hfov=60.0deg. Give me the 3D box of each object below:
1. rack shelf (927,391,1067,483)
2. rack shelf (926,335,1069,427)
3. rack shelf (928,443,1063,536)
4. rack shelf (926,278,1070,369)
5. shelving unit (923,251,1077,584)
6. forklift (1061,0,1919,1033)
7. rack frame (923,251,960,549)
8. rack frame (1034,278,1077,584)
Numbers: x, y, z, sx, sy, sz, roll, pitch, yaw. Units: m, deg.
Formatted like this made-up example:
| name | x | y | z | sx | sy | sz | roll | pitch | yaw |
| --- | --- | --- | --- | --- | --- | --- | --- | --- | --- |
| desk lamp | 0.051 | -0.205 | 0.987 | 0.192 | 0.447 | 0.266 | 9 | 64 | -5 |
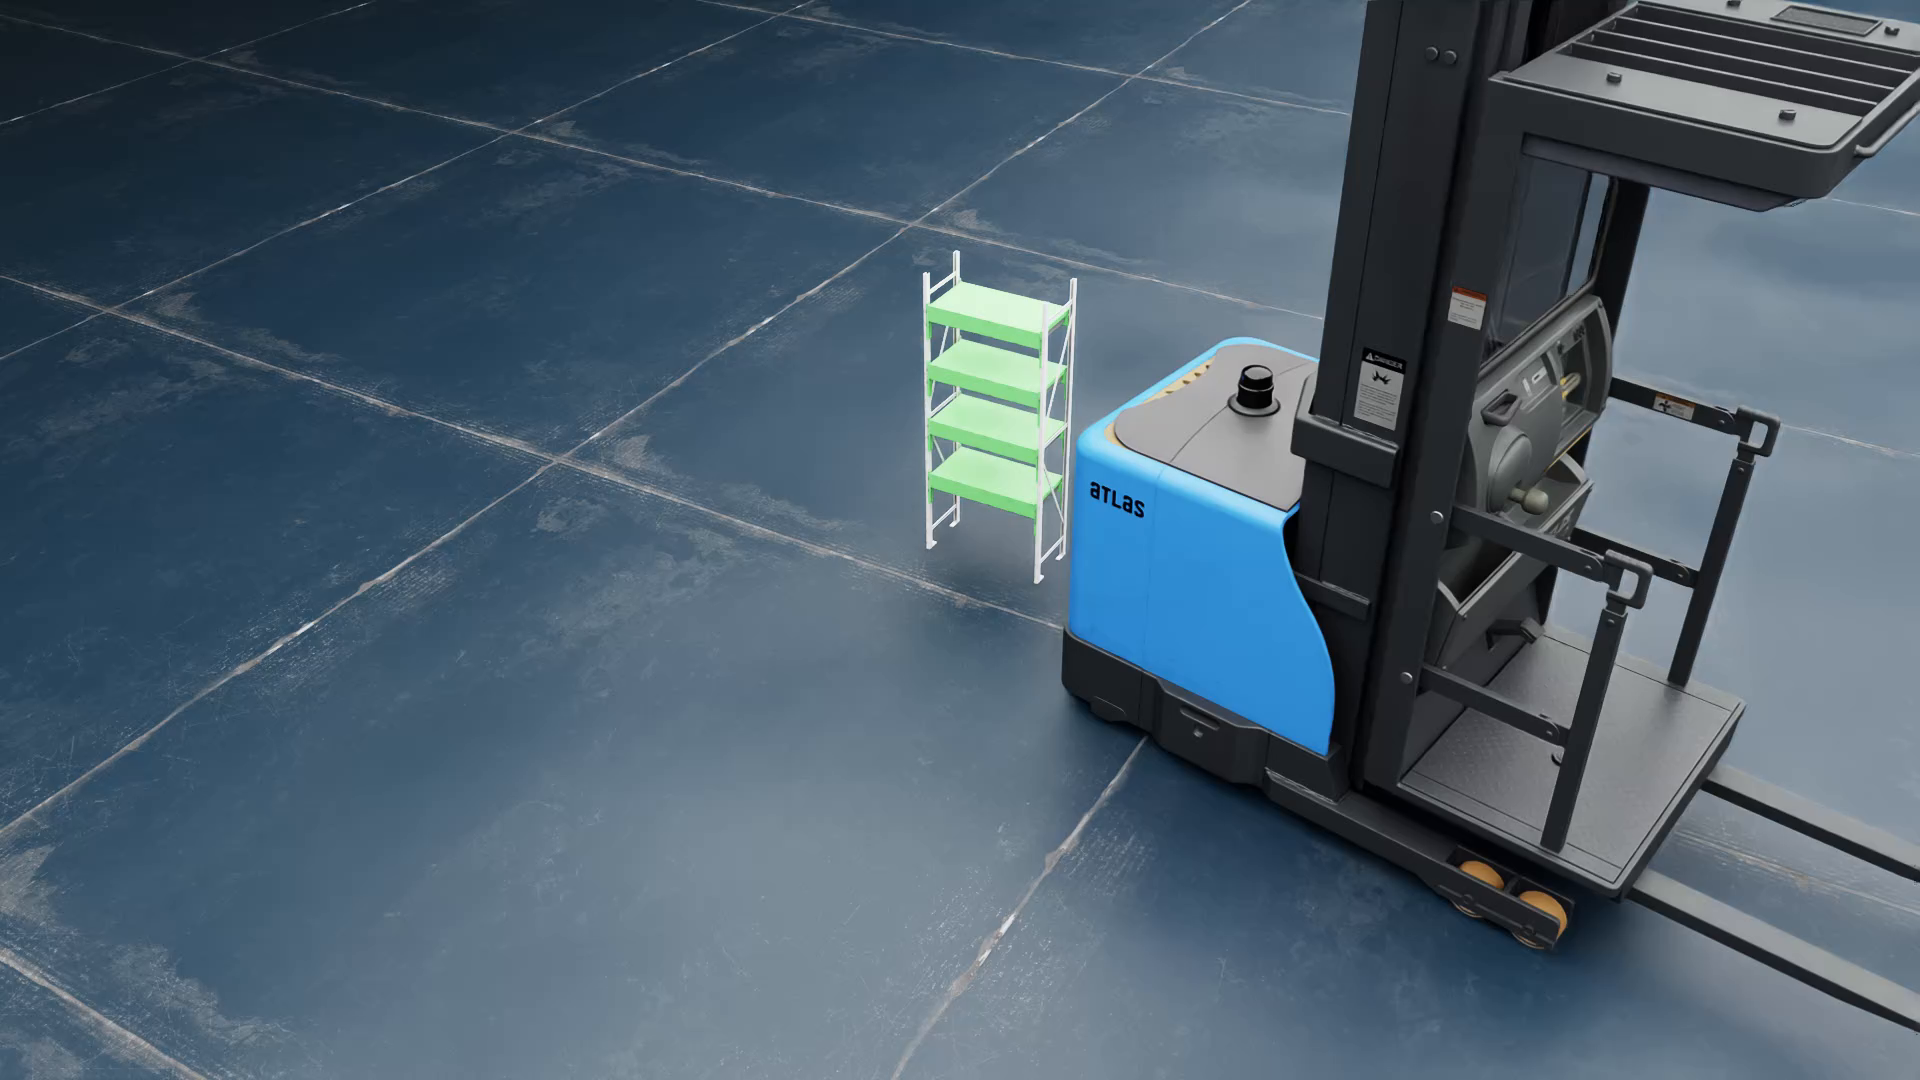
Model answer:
| name | x | y | z | sx | sy | sz | roll | pitch | yaw |
| --- | --- | --- | --- | --- | --- | --- | --- | --- | --- |
| rack shelf | 0.144 | -0.401 | 6.384 | 0.480 | 0.148 | 0.258 | 18 | 37 | 24 |
| rack shelf | 0.144 | -0.600 | 6.251 | 0.480 | 0.148 | 0.258 | 18 | 37 | 24 |
| rack shelf | 0.144 | -0.201 | 6.518 | 0.480 | 0.148 | 0.258 | 18 | 37 | 24 |
| rack shelf | 0.144 | -0.800 | 6.118 | 0.480 | 0.148 | 0.258 | 18 | 37 | 24 |
| shelving unit | 0.144 | -0.454 | 6.349 | 0.503 | 1.200 | 0.258 | 18 | 37 | 24 |
| forklift | 1.813 | -0.343 | 4.621 | 3.031 | 2.935 | 1.130 | 25 | 41 | 32 |
| rack frame | -0.068 | -0.521 | 6.450 | 0.015 | 1.200 | 0.240 | 18 | 37 | 24 |
| rack frame | 0.356 | -0.387 | 6.248 | 0.015 | 1.200 | 0.240 | 18 | 37 | 24 |
